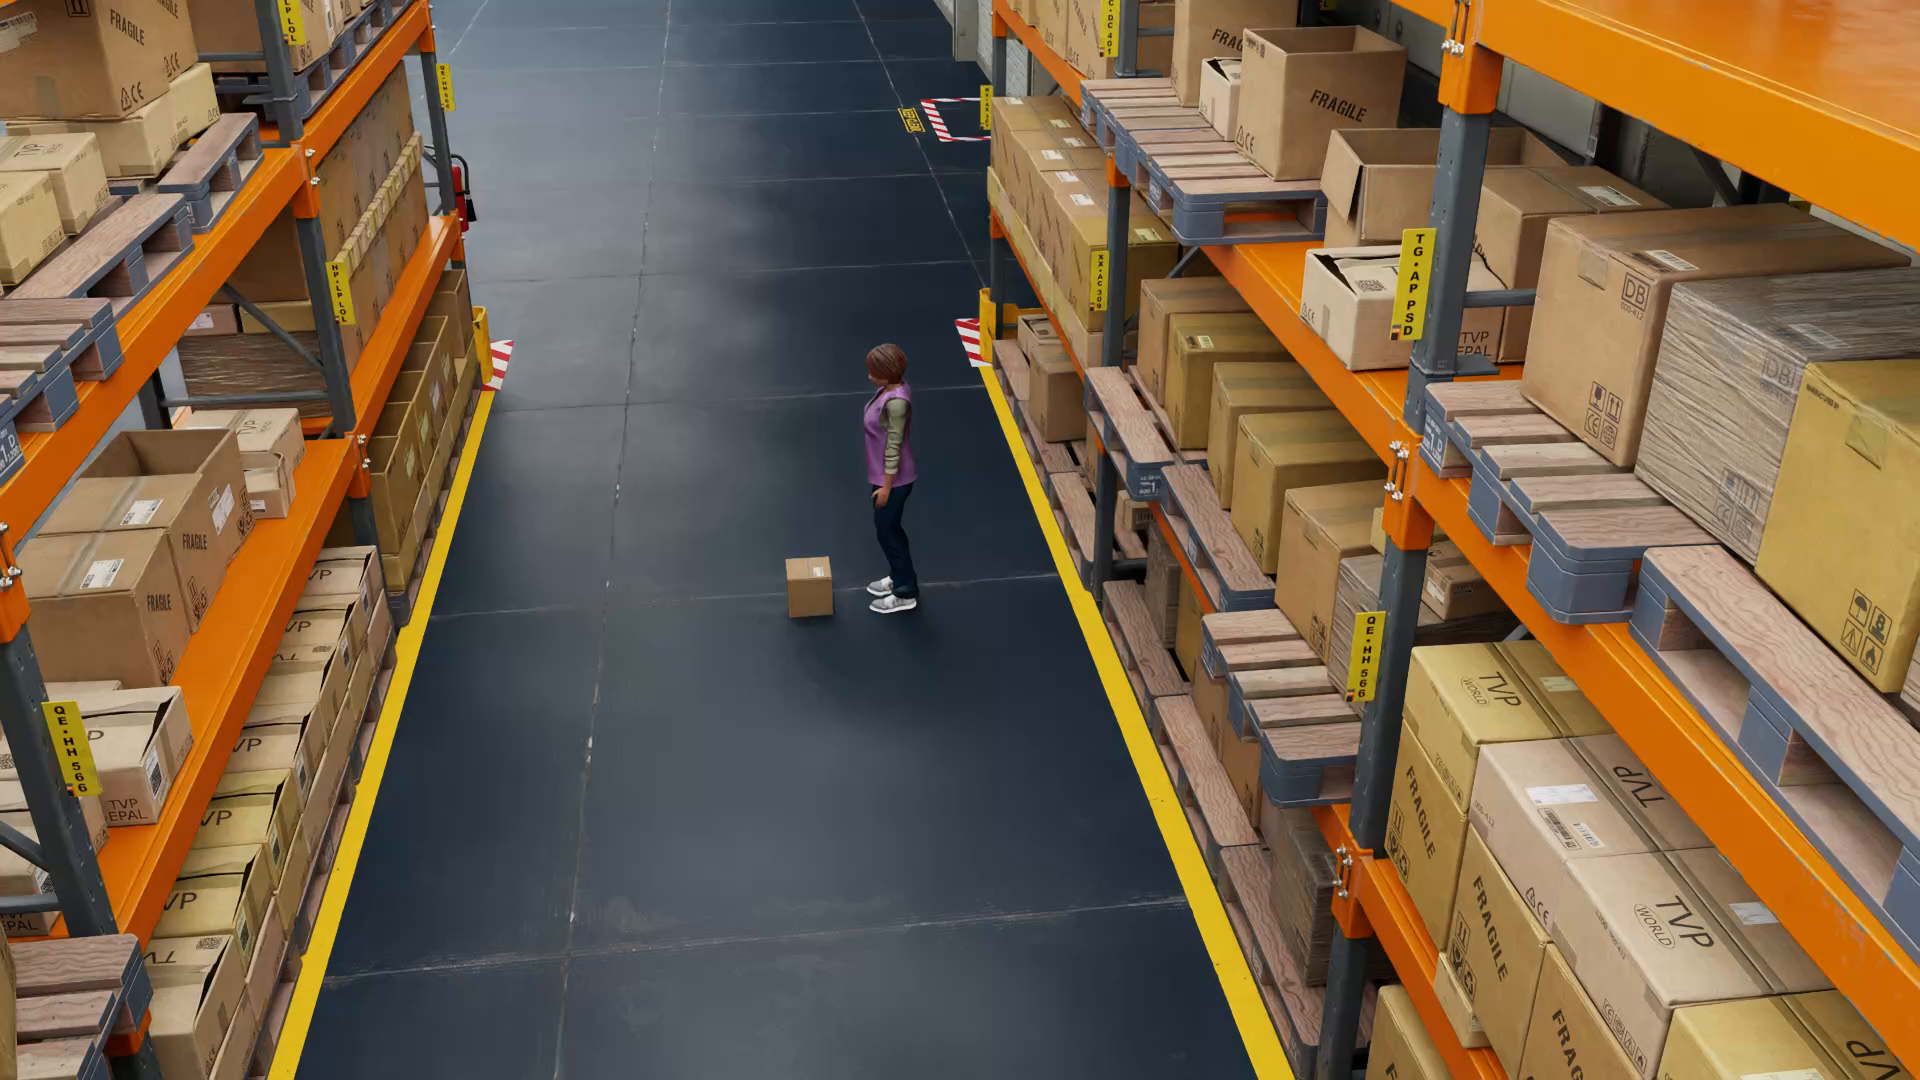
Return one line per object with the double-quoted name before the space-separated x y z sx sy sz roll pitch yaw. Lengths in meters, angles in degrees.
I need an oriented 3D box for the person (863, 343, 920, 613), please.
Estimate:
"person" -0.386 -0.333 9.302 0.299 1.572 0.407 -3 28 -6
